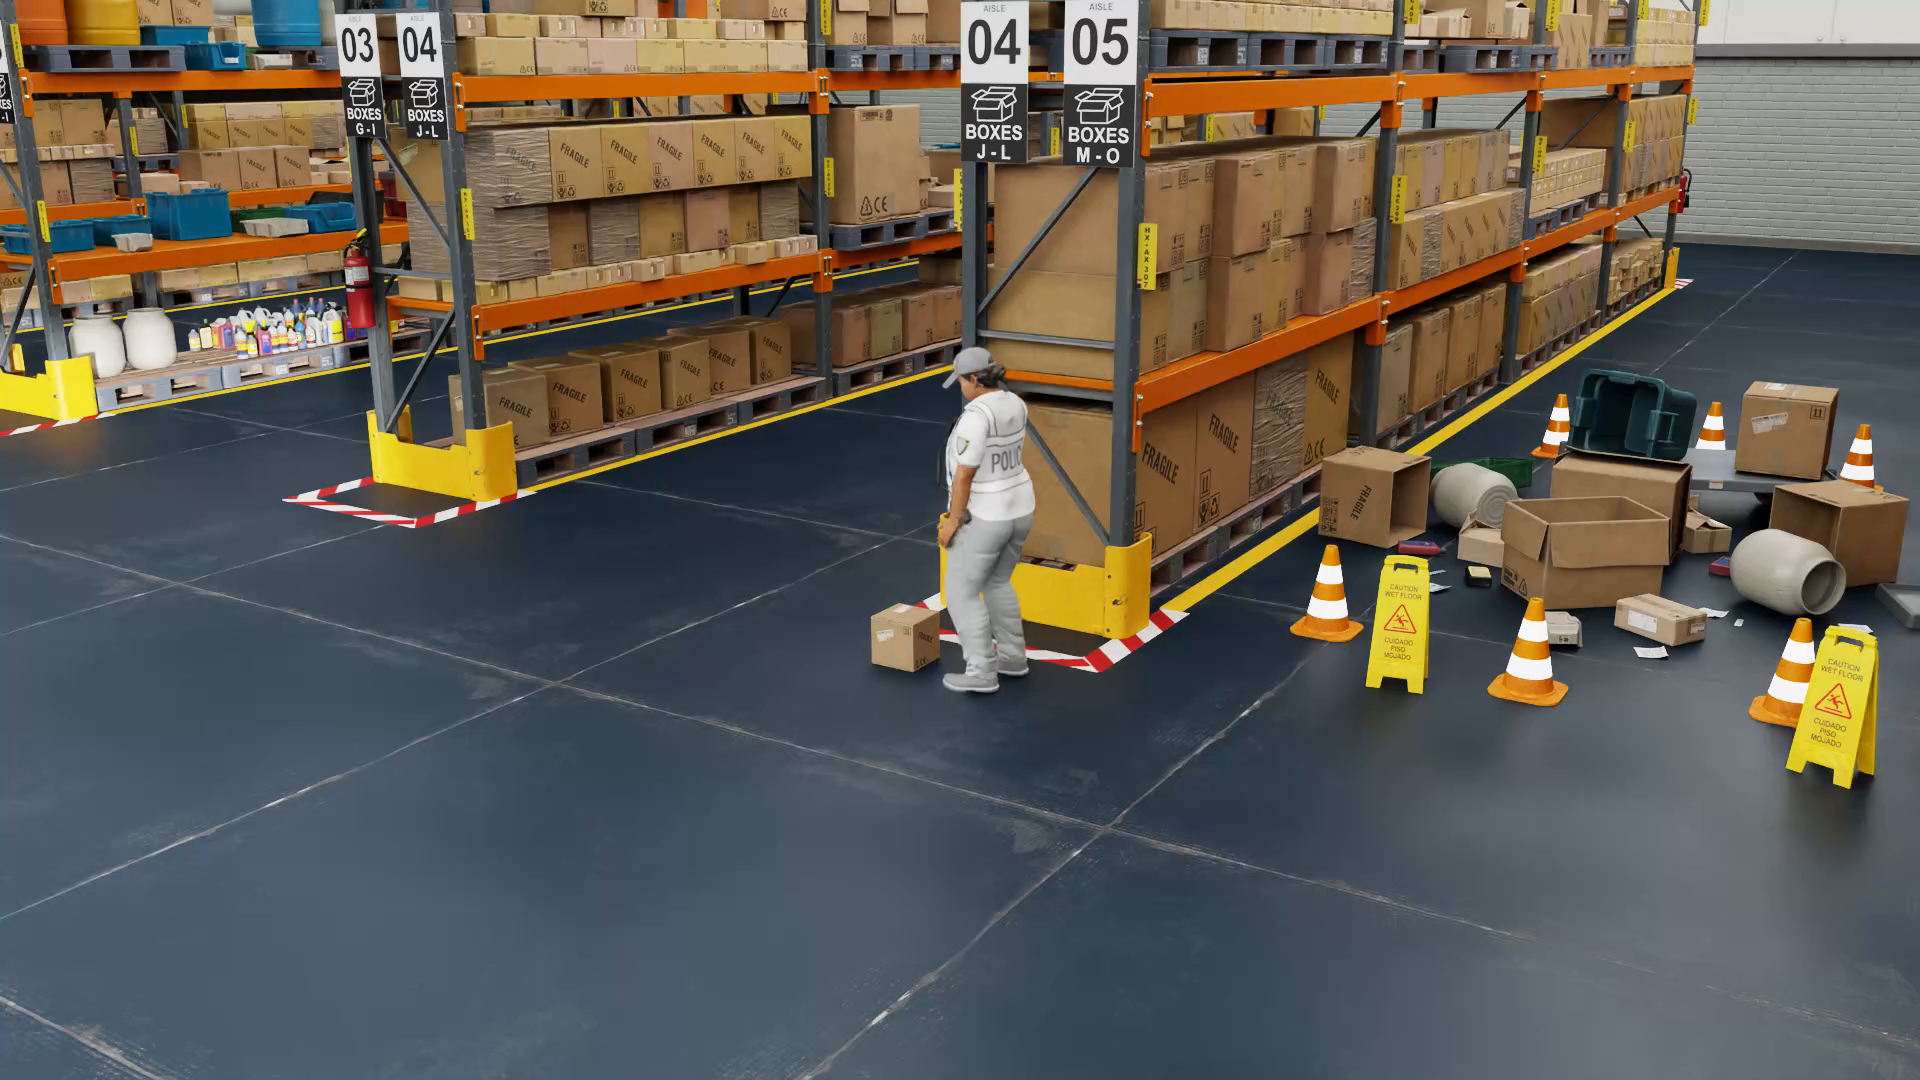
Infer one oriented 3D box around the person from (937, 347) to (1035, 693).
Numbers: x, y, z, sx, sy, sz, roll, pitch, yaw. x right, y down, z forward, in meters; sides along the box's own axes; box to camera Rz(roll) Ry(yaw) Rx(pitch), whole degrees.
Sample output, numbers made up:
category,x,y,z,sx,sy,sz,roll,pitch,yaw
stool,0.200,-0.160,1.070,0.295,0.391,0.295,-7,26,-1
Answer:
category,x,y,z,sx,sy,sz,roll,pitch,yaw
person,0.113,-0.093,7.902,0.419,1.646,0.480,11,19,33
